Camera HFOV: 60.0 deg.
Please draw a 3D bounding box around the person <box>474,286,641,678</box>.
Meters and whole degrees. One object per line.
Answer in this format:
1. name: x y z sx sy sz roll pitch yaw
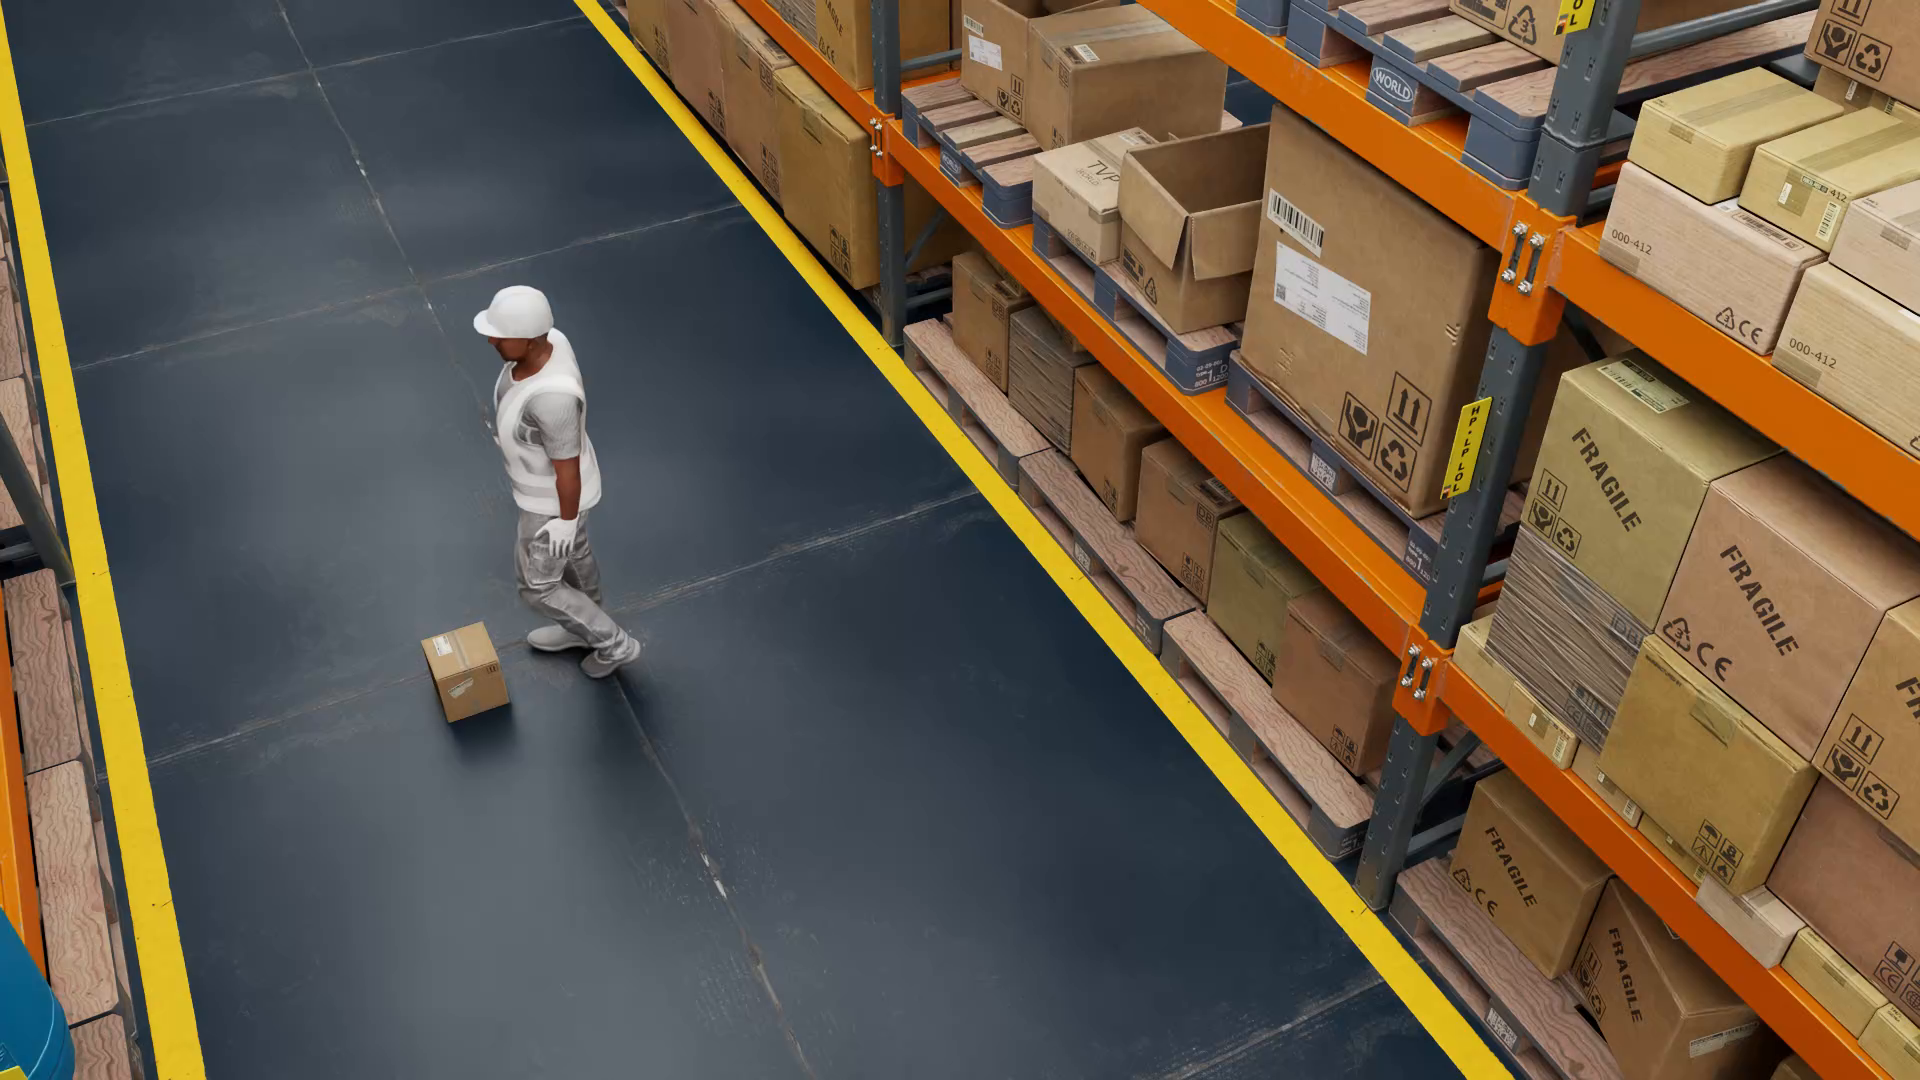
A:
1. person: -1.565 -0.208 6.372 0.460 1.790 0.578 -9 42 -11
